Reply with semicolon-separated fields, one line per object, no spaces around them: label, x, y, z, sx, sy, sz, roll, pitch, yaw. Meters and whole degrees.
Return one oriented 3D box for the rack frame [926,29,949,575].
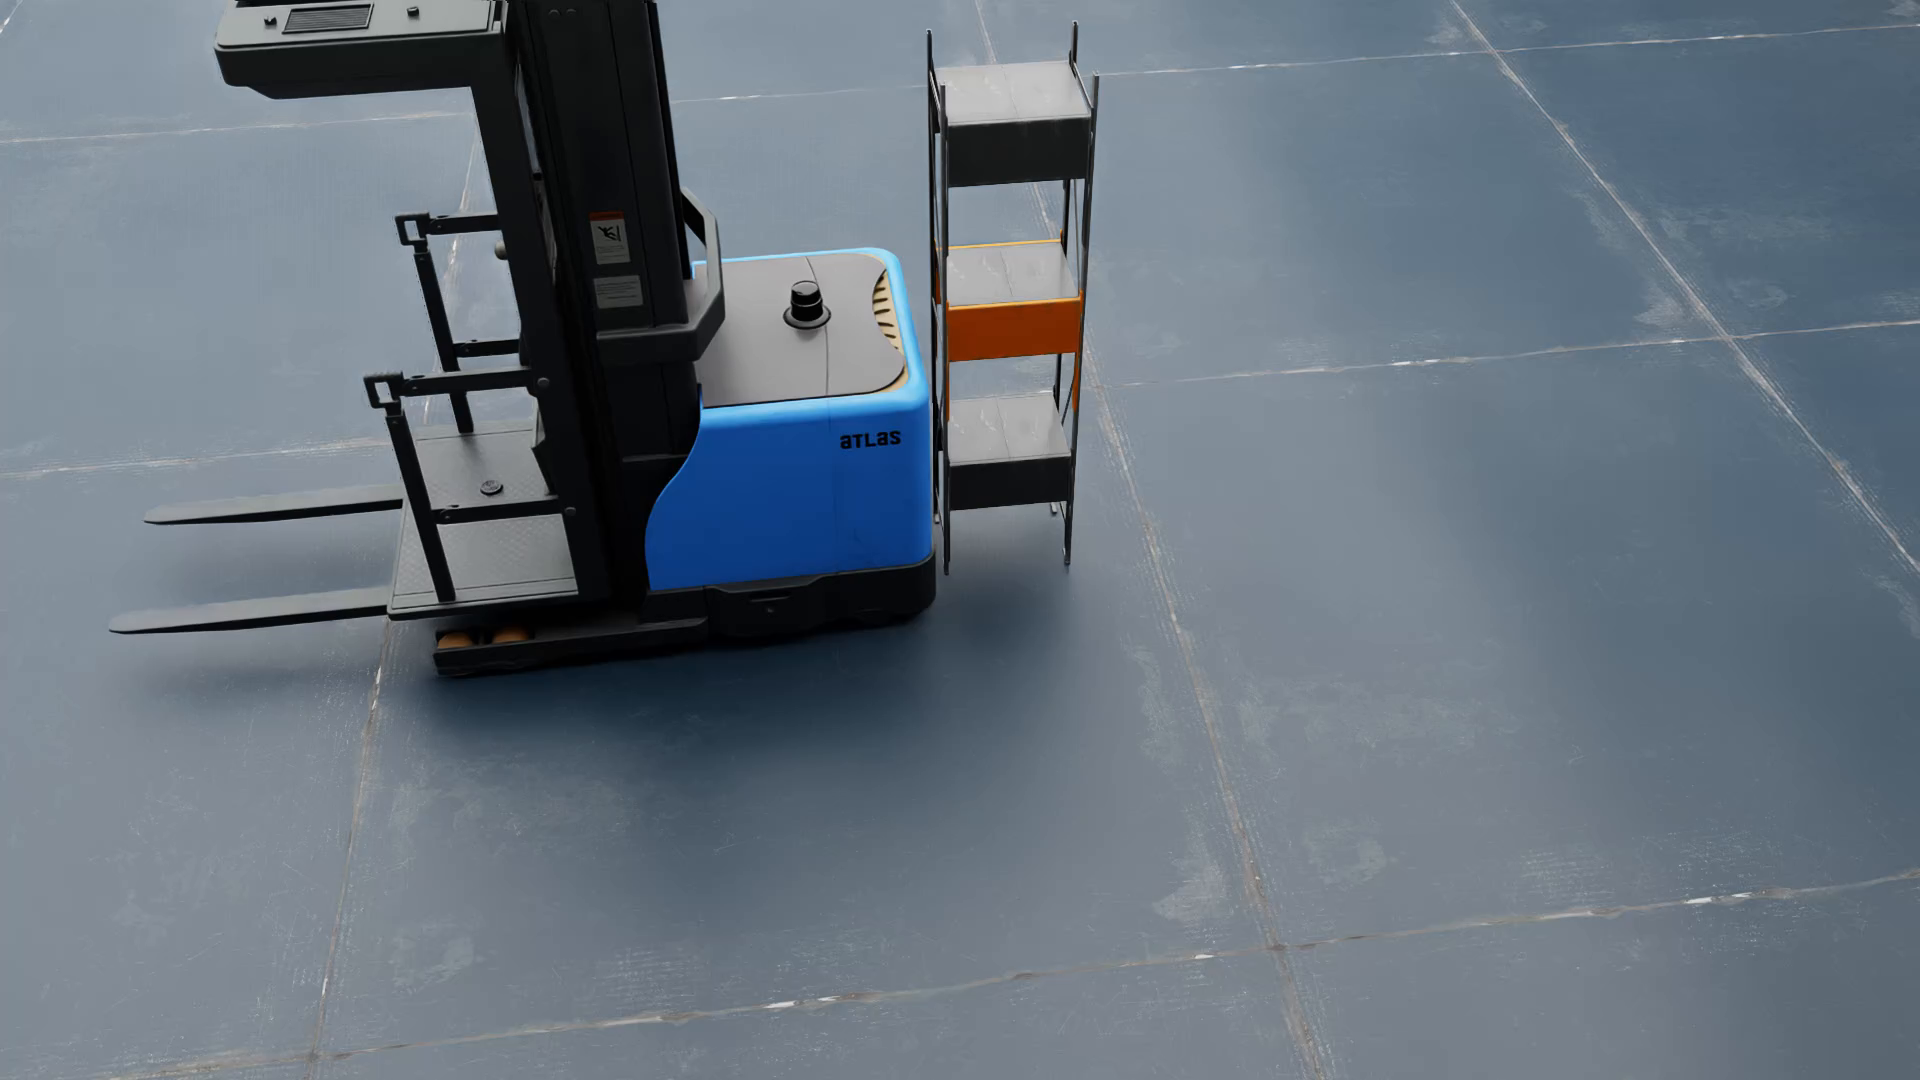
rack frame;-0.078;-0.773;6.039;0.015;2.100;0.400;-5;42;-6

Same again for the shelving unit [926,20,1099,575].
shelving unit;0.164;-0.794;6.063;0.503;2.100;0.431;-5;42;-6

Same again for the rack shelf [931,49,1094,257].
rack shelf;0.164;-1.304;5.603;0.480;0.518;0.431;-5;42;-6

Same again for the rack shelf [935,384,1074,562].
rack shelf;0.164;-0.264;6.541;0.480;0.518;0.431;-5;42;-6

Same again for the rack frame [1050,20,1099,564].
rack frame;0.406;-0.815;6.086;0.015;2.100;0.400;-5;42;-6

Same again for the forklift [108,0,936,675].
forklift;-1.654;-0.965;5.631;3.031;2.935;1.130;-6;42;-6

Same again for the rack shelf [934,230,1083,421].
rack shelf;0.164;-0.784;6.072;0.480;0.518;0.431;-5;42;-6
